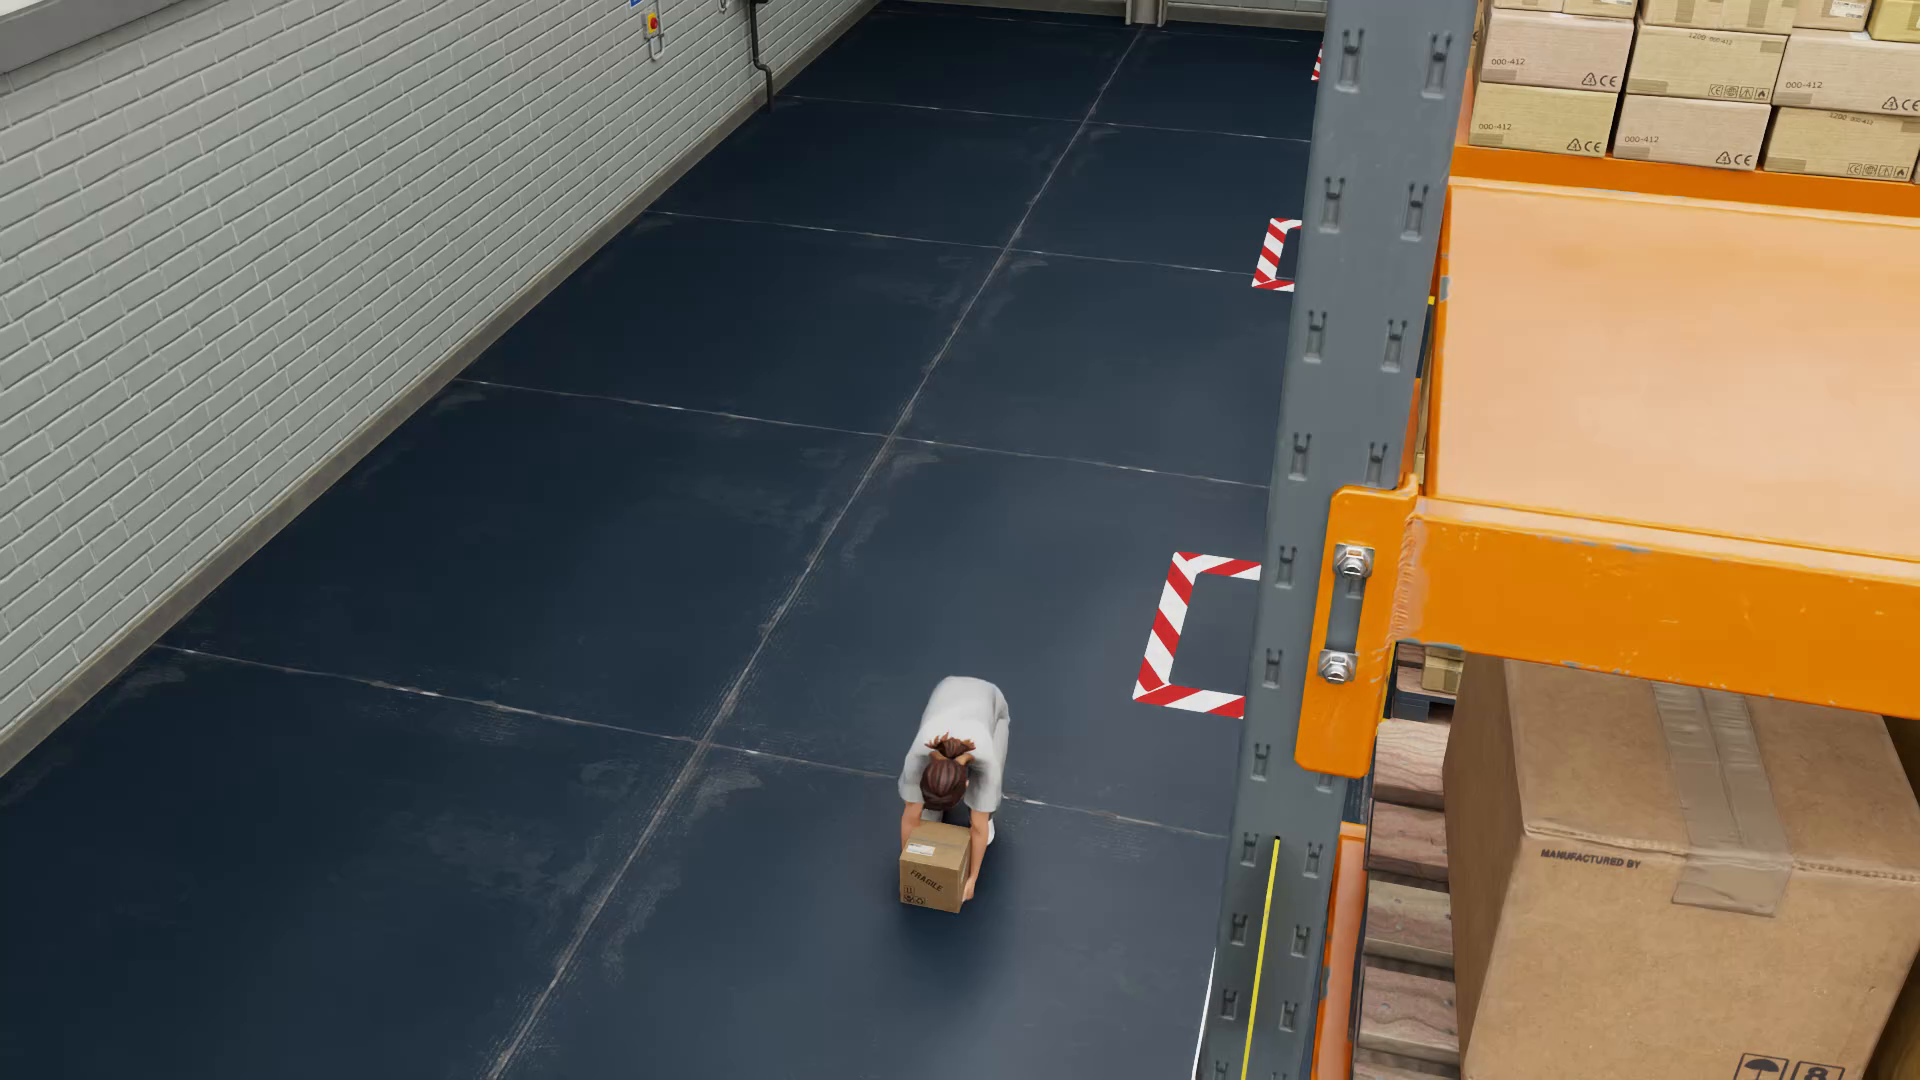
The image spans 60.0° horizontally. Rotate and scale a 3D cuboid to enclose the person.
[{"bbox_3d":[0.020,0.529,6.851,0.438,1.662,0.559,8,34,13],"label":"person"}]
